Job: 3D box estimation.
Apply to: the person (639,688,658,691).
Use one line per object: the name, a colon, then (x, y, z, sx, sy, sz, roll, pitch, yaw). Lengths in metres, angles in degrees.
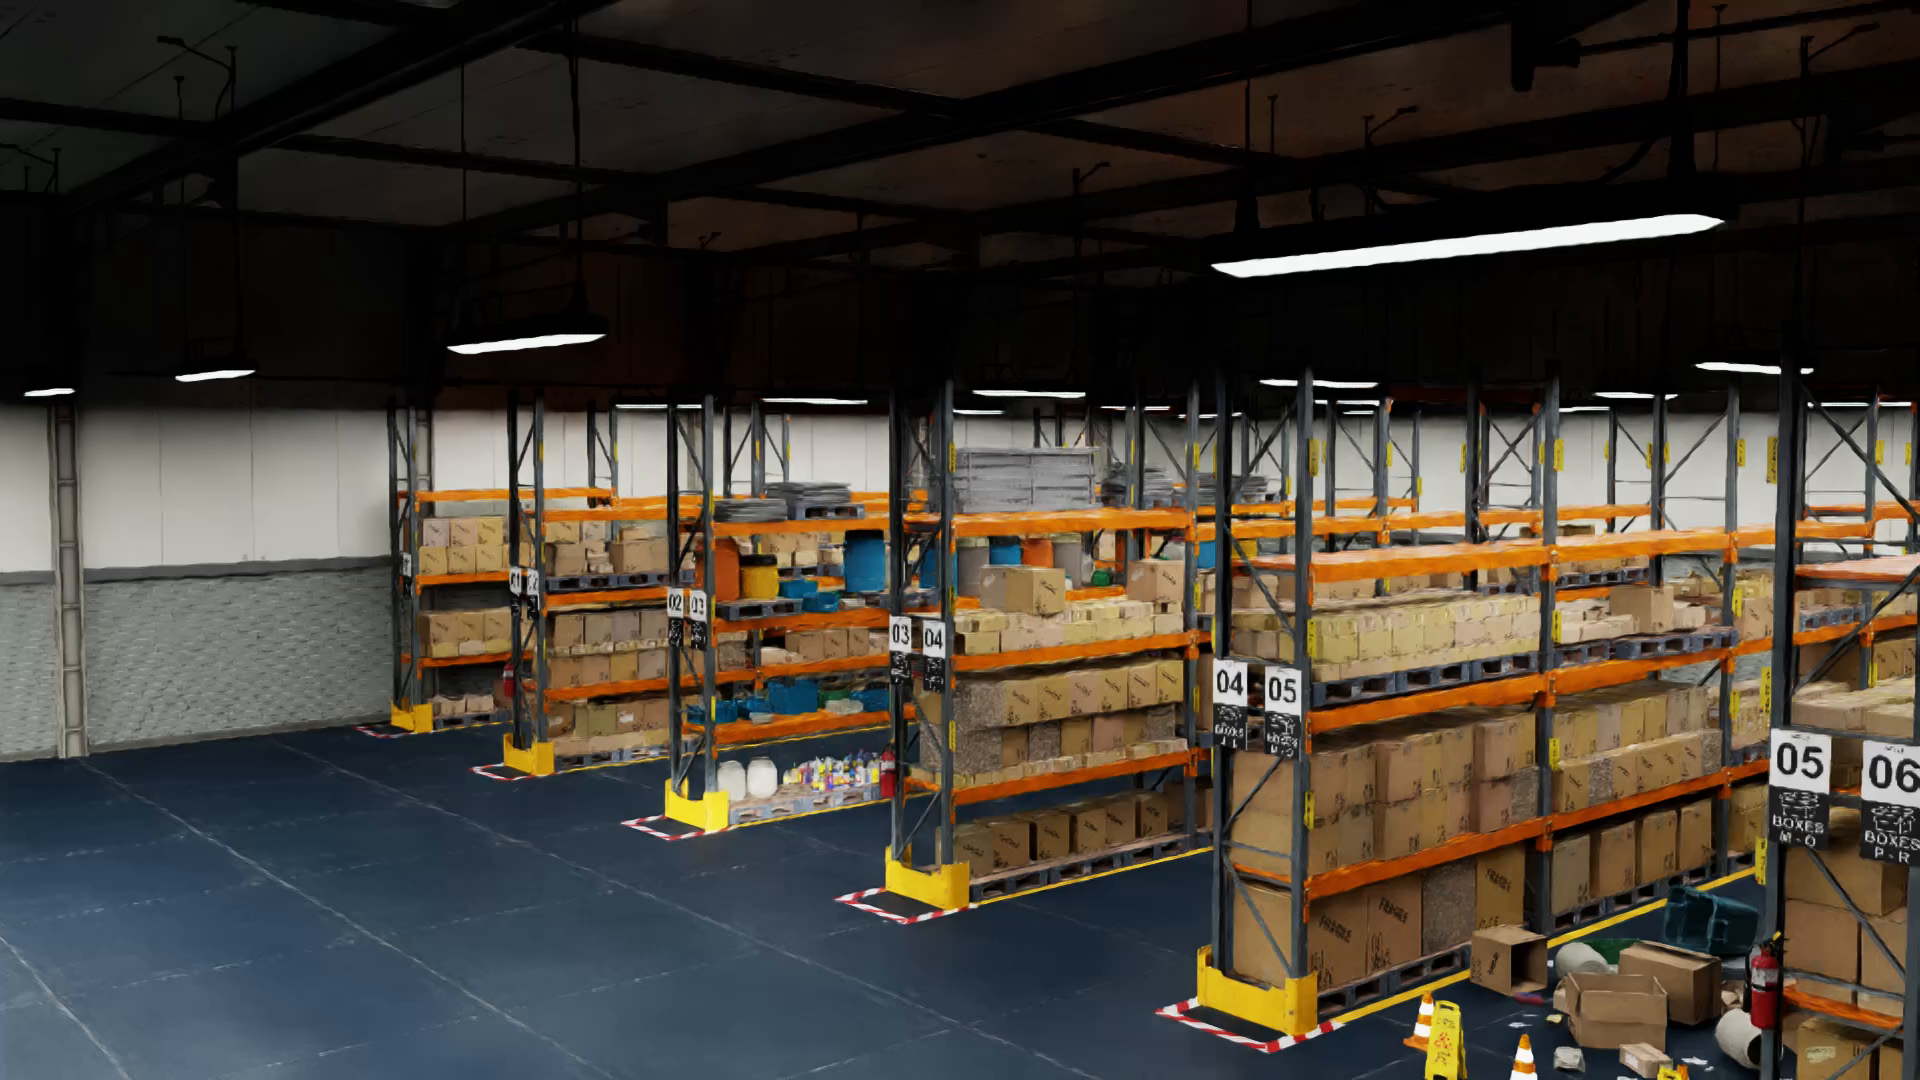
person: (-5.791, 2.590, 30.256, 0.443, 1.587, 0.997, 3, 4, 41)

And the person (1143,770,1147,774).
person: (2.912, 2.778, 26.106, 0.571, 1.708, 1.033, 3, 4, 41)
